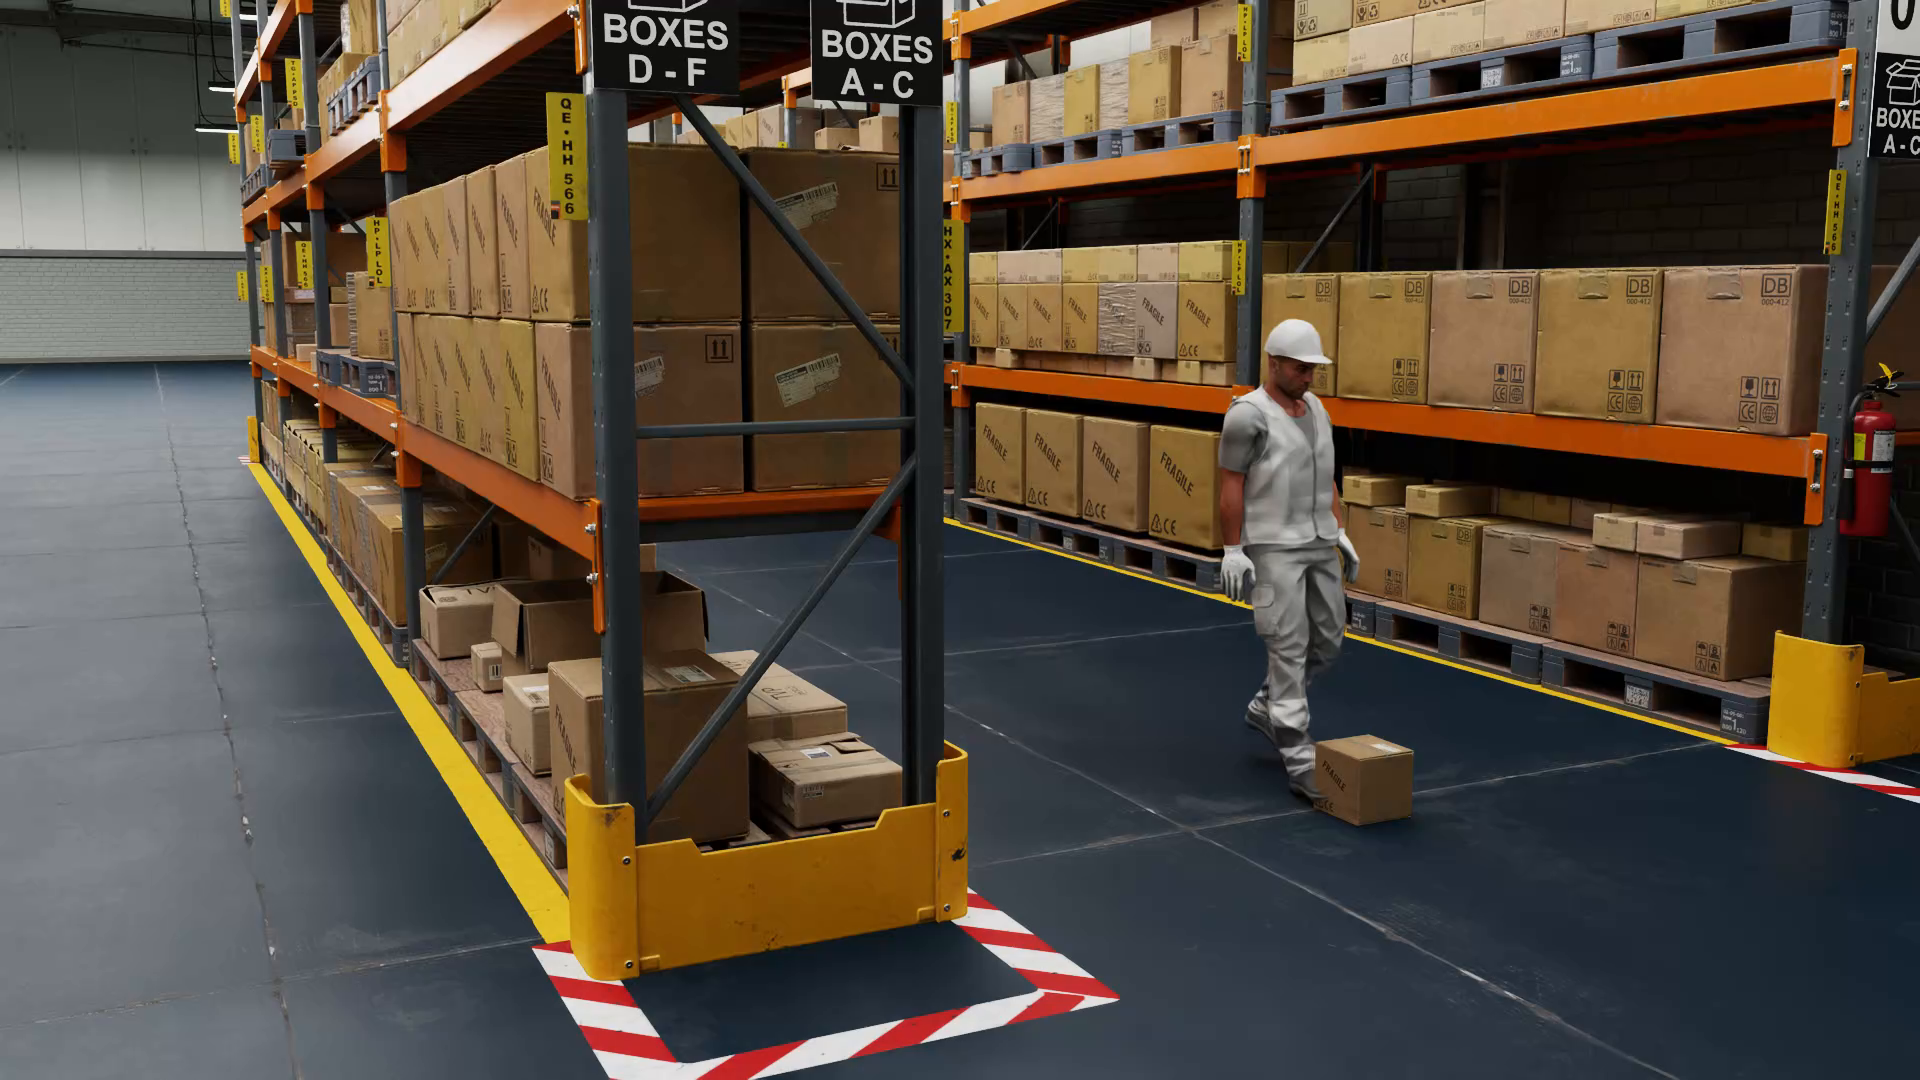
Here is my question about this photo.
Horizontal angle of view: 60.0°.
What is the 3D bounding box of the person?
[{"bbox_3d":[1.308,0.050,6.359,0.587,1.774,0.764,-6,10,-35],"label":"person"}]
